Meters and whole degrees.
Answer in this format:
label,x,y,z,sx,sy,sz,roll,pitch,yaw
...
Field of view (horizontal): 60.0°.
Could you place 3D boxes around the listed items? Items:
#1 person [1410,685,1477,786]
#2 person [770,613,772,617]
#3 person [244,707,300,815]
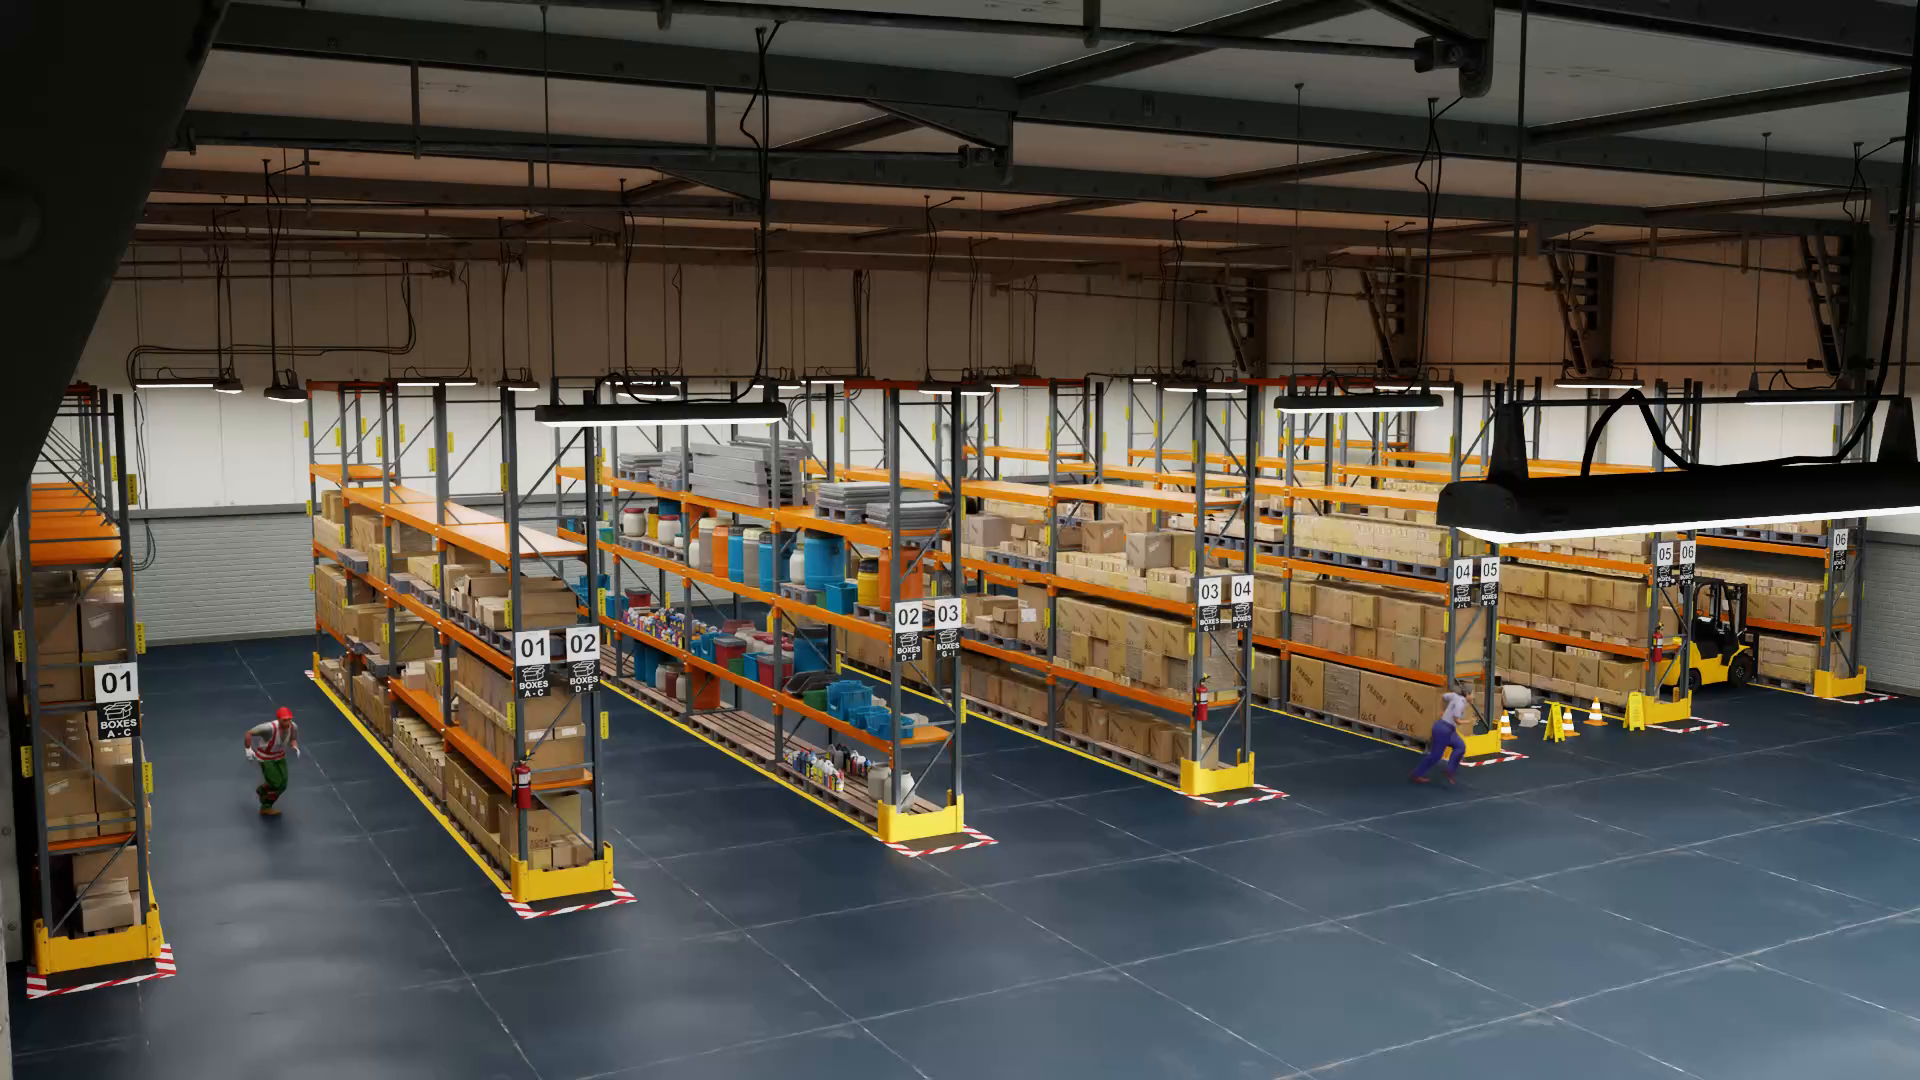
label,x,y,z,sx,sy,sz,roll,pitch,yaw
person,7.268,2.941,24.998,0.954,1.575,0.645,1,6,9
person,-4.296,1.257,39.600,0.532,1.716,0.646,0,6,2
person,-9.560,3.089,23.142,0.829,1.590,0.693,4,7,34
